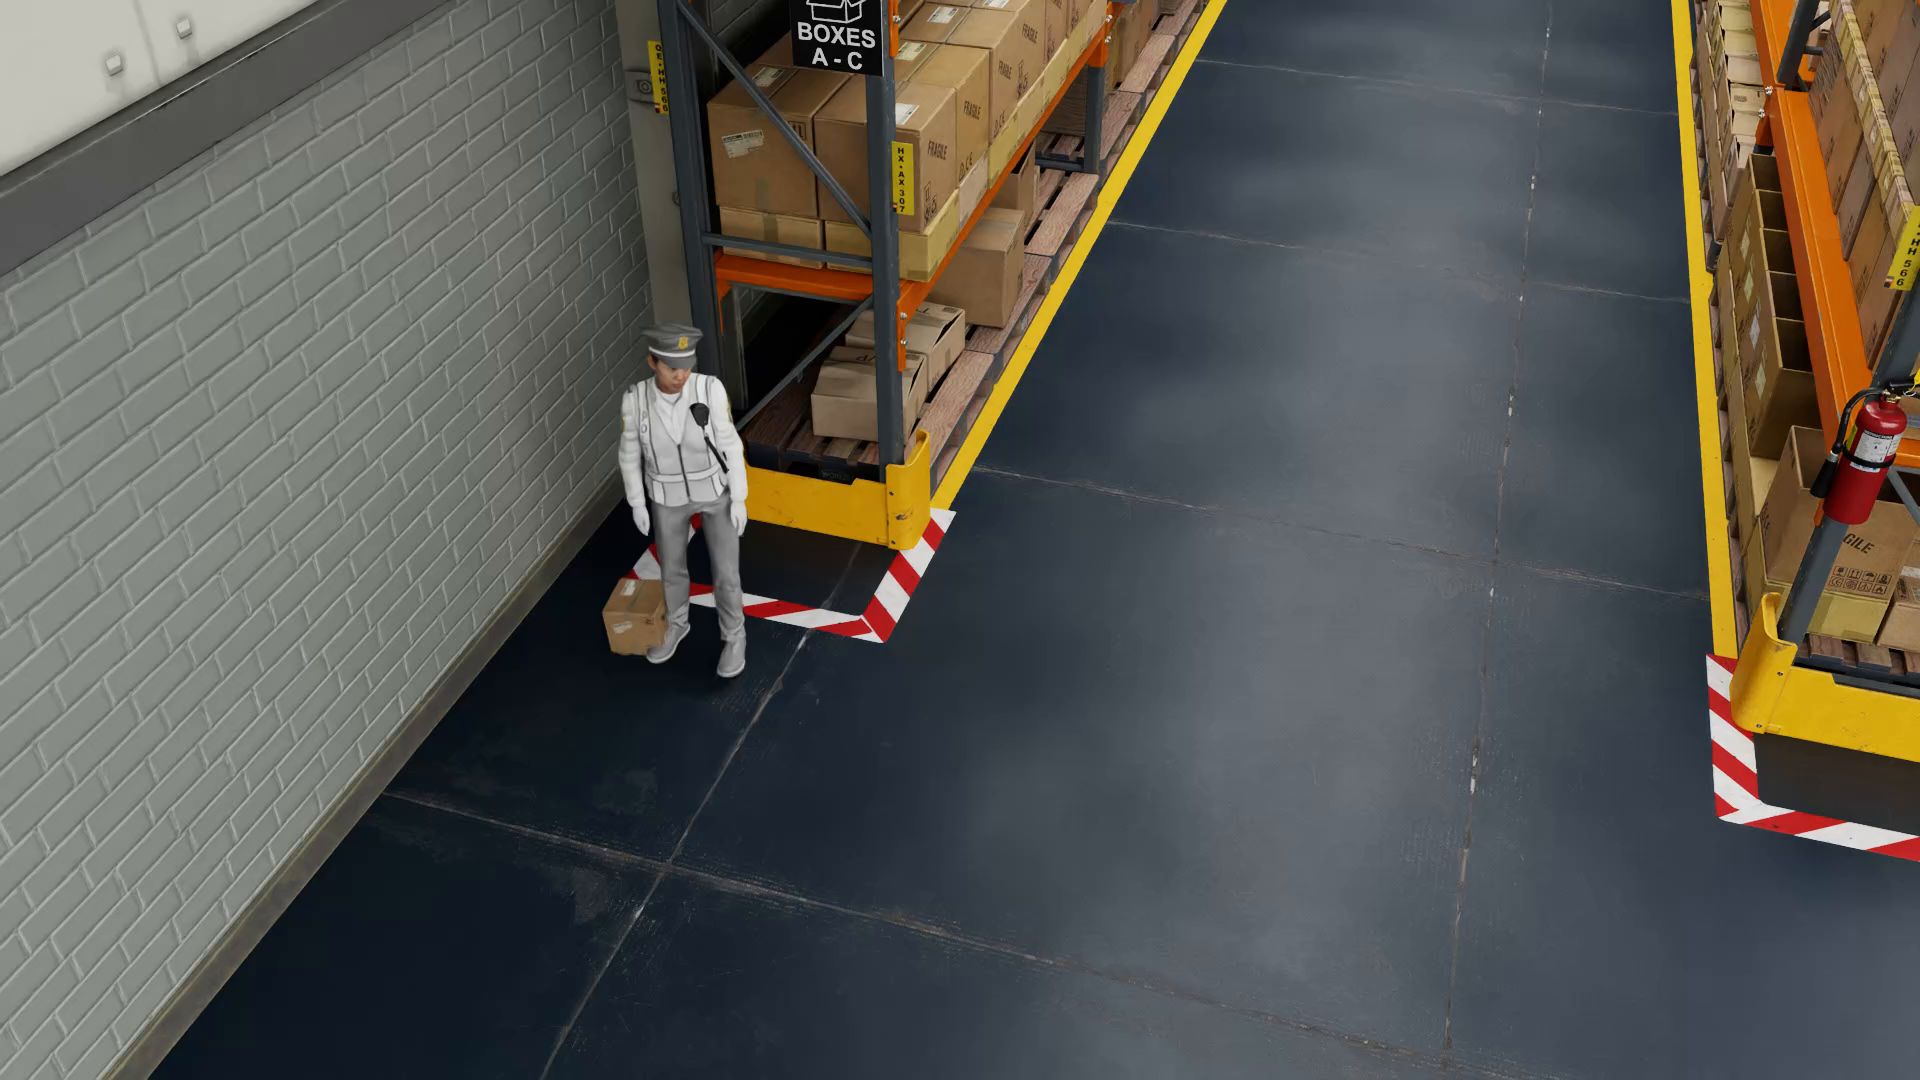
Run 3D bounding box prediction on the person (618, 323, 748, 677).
[{"bbox_3d":[-1.157,-0.149,7.030,0.527,1.687,0.437,-4,37,-5],"label":"person"}]
